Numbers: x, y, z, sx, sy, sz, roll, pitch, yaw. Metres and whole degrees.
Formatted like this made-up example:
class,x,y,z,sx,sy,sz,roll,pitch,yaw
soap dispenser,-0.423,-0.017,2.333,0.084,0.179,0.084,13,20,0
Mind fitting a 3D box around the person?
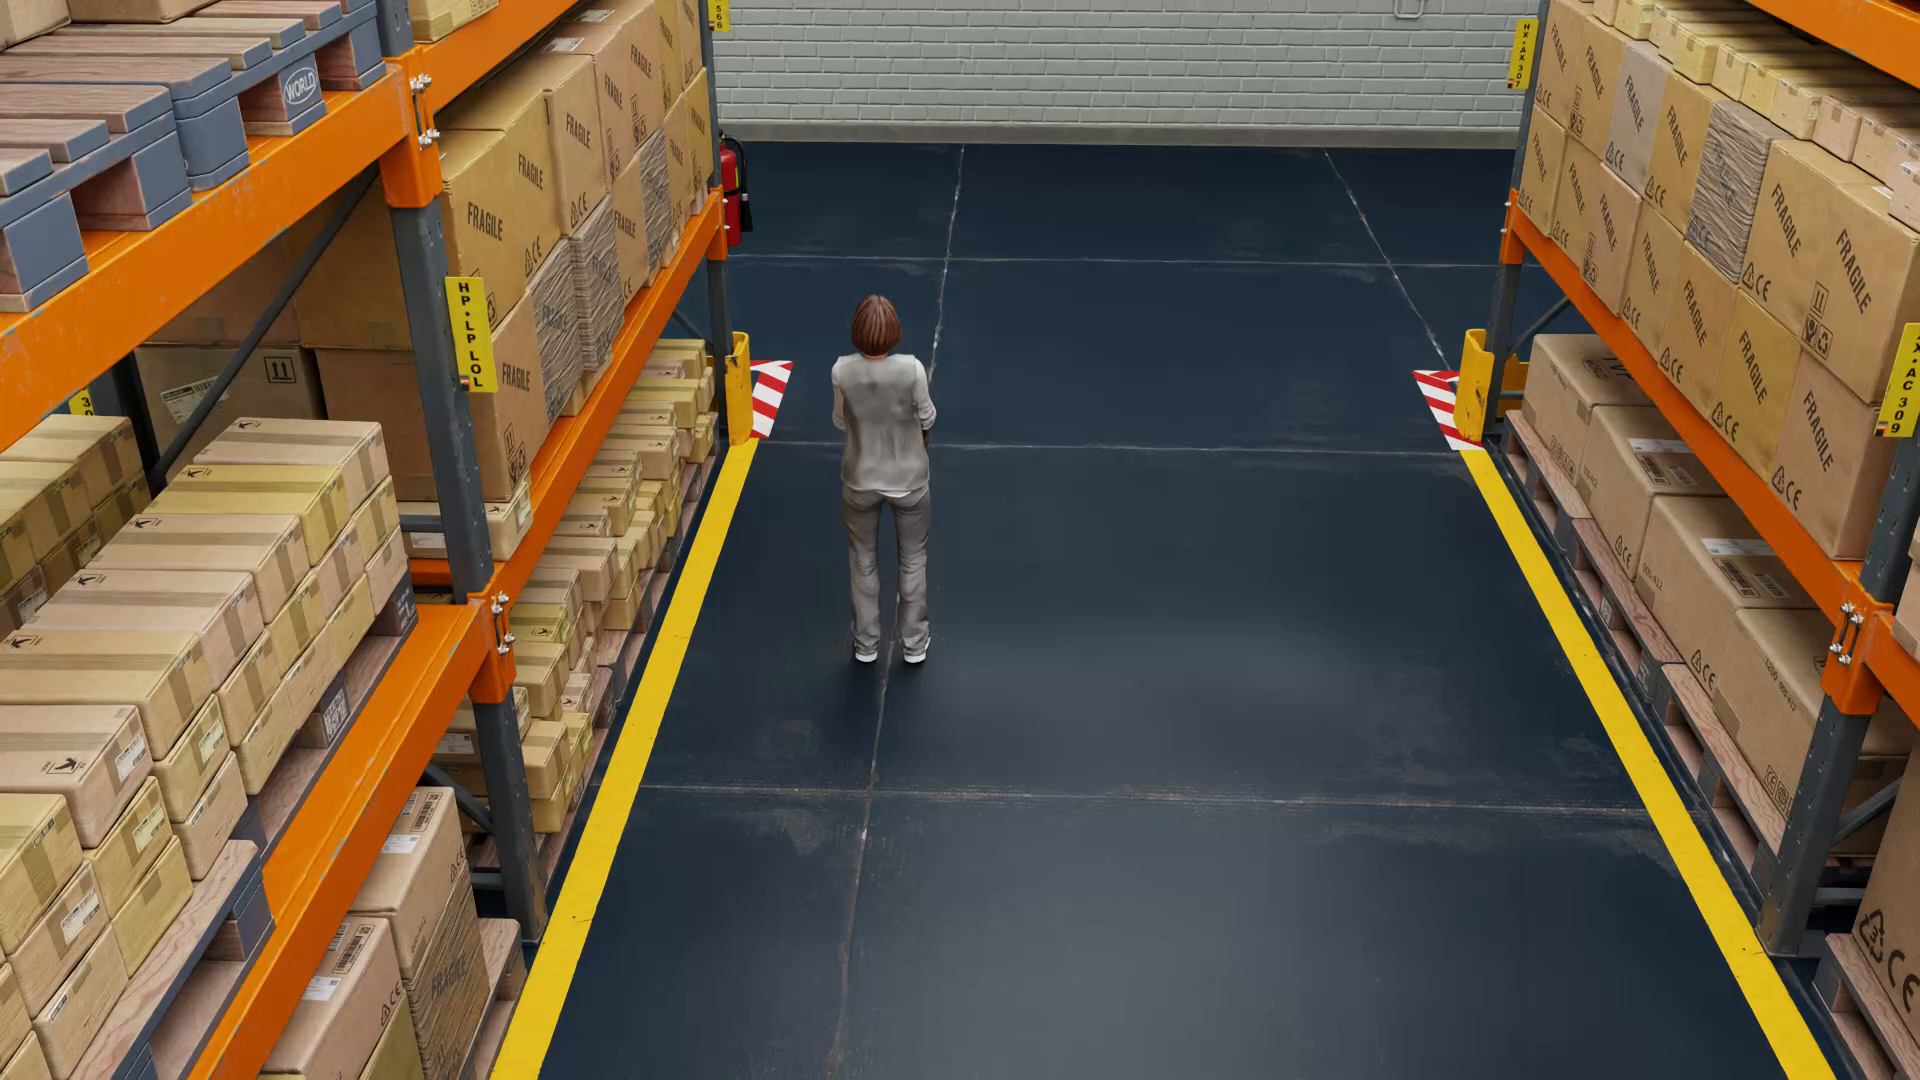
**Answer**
class,x,y,z,sx,sy,sz,roll,pitch,yaw
person,-0.297,-0.268,6.635,0.407,1.588,0.497,1,28,1
